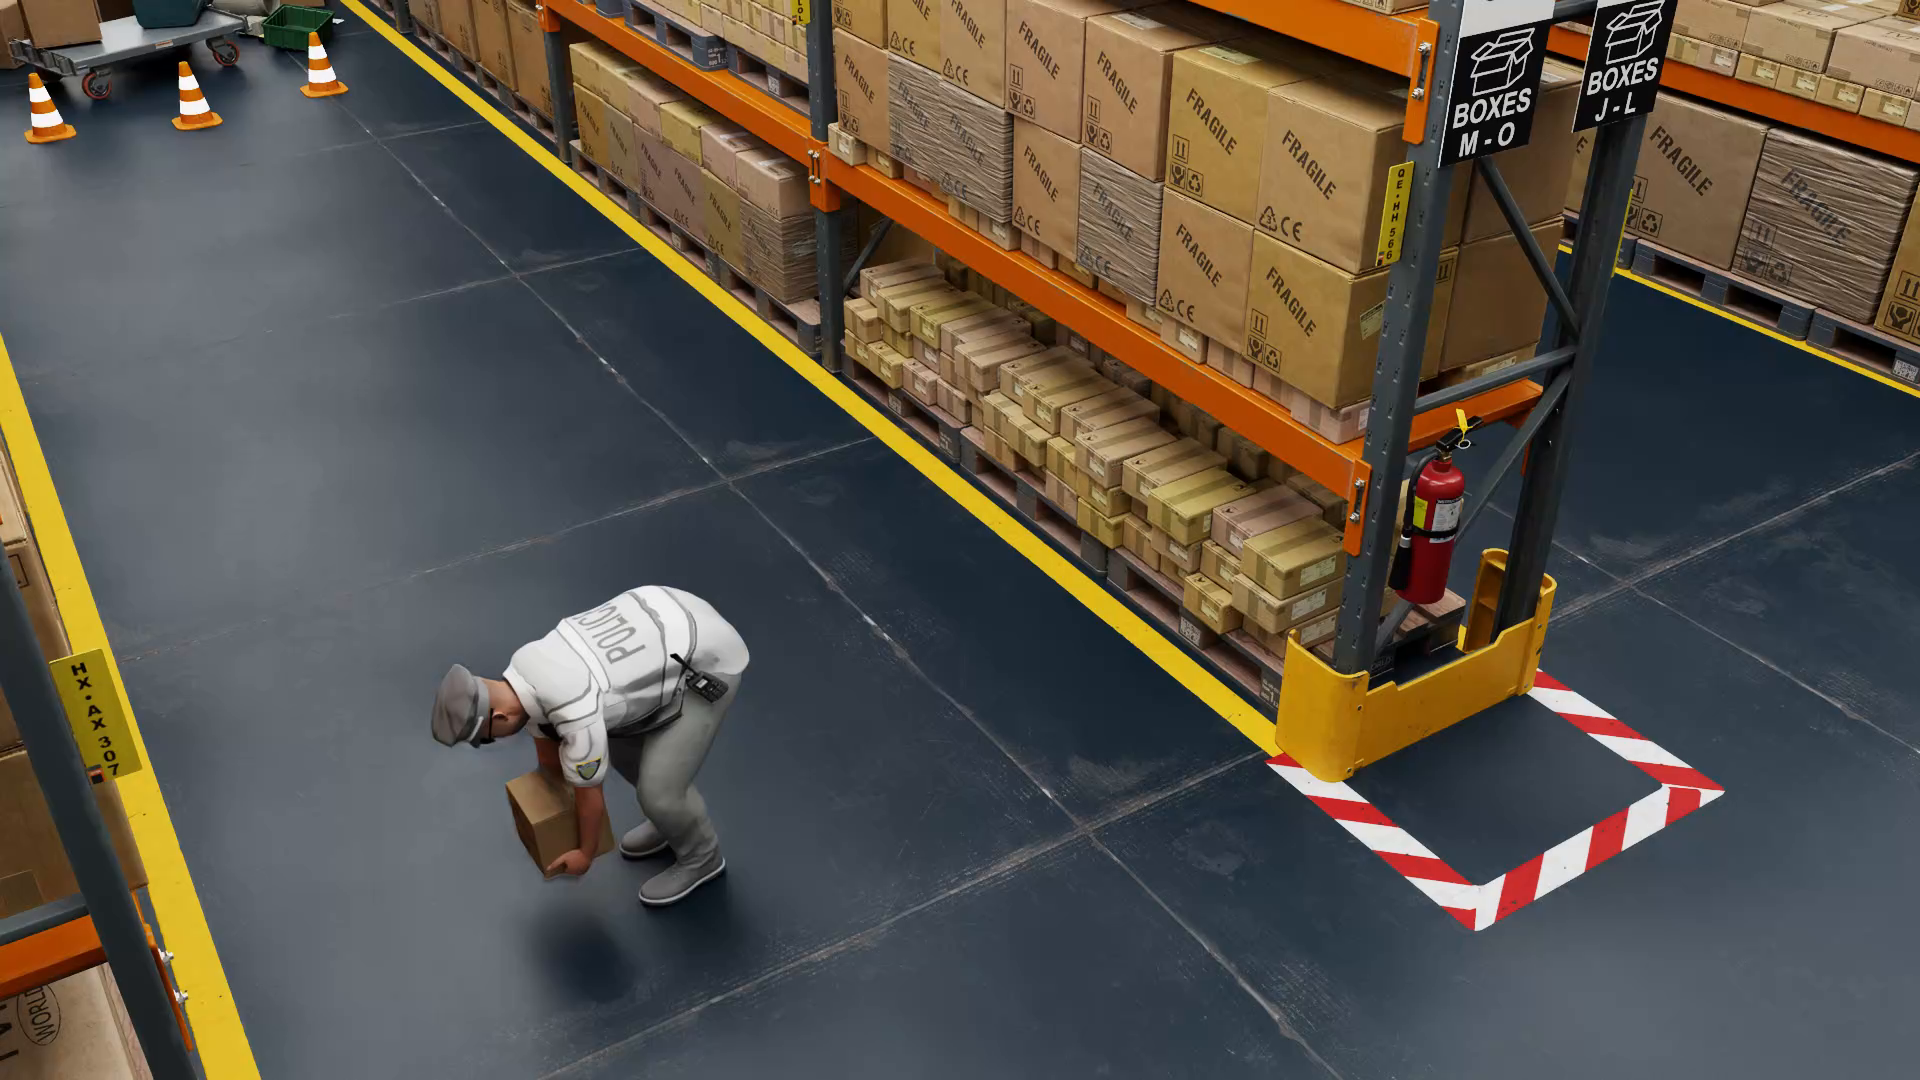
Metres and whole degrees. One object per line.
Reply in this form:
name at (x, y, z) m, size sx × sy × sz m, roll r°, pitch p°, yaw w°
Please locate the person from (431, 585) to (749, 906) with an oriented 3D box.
person at (-1.195, 0.748, 5.553) m, size 1.045 × 1.113 × 0.490 m, roll -20°, pitch 38°, yaw -29°
